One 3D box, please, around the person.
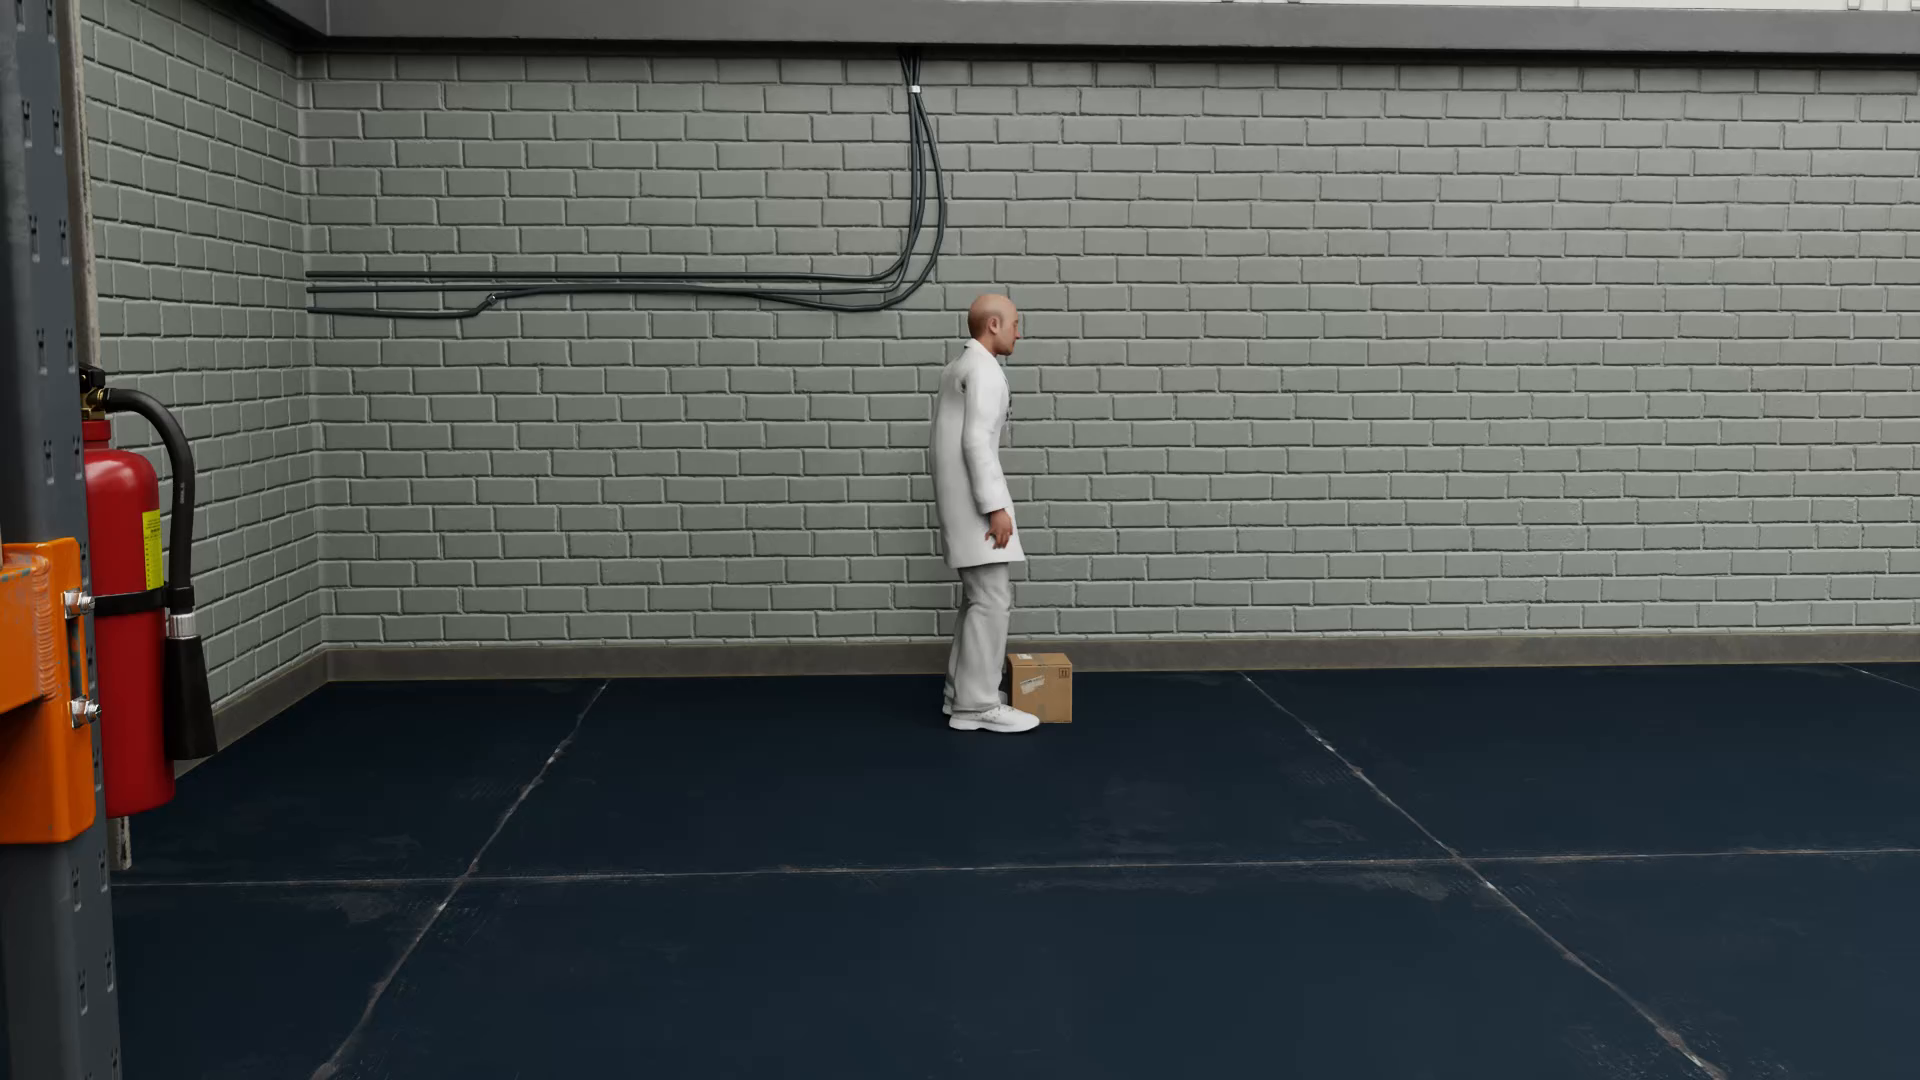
[{"bbox_3d":[0.090,-0.128,6.896,0.433,1.773,0.649,-1,7,-7],"label":"person"}]
